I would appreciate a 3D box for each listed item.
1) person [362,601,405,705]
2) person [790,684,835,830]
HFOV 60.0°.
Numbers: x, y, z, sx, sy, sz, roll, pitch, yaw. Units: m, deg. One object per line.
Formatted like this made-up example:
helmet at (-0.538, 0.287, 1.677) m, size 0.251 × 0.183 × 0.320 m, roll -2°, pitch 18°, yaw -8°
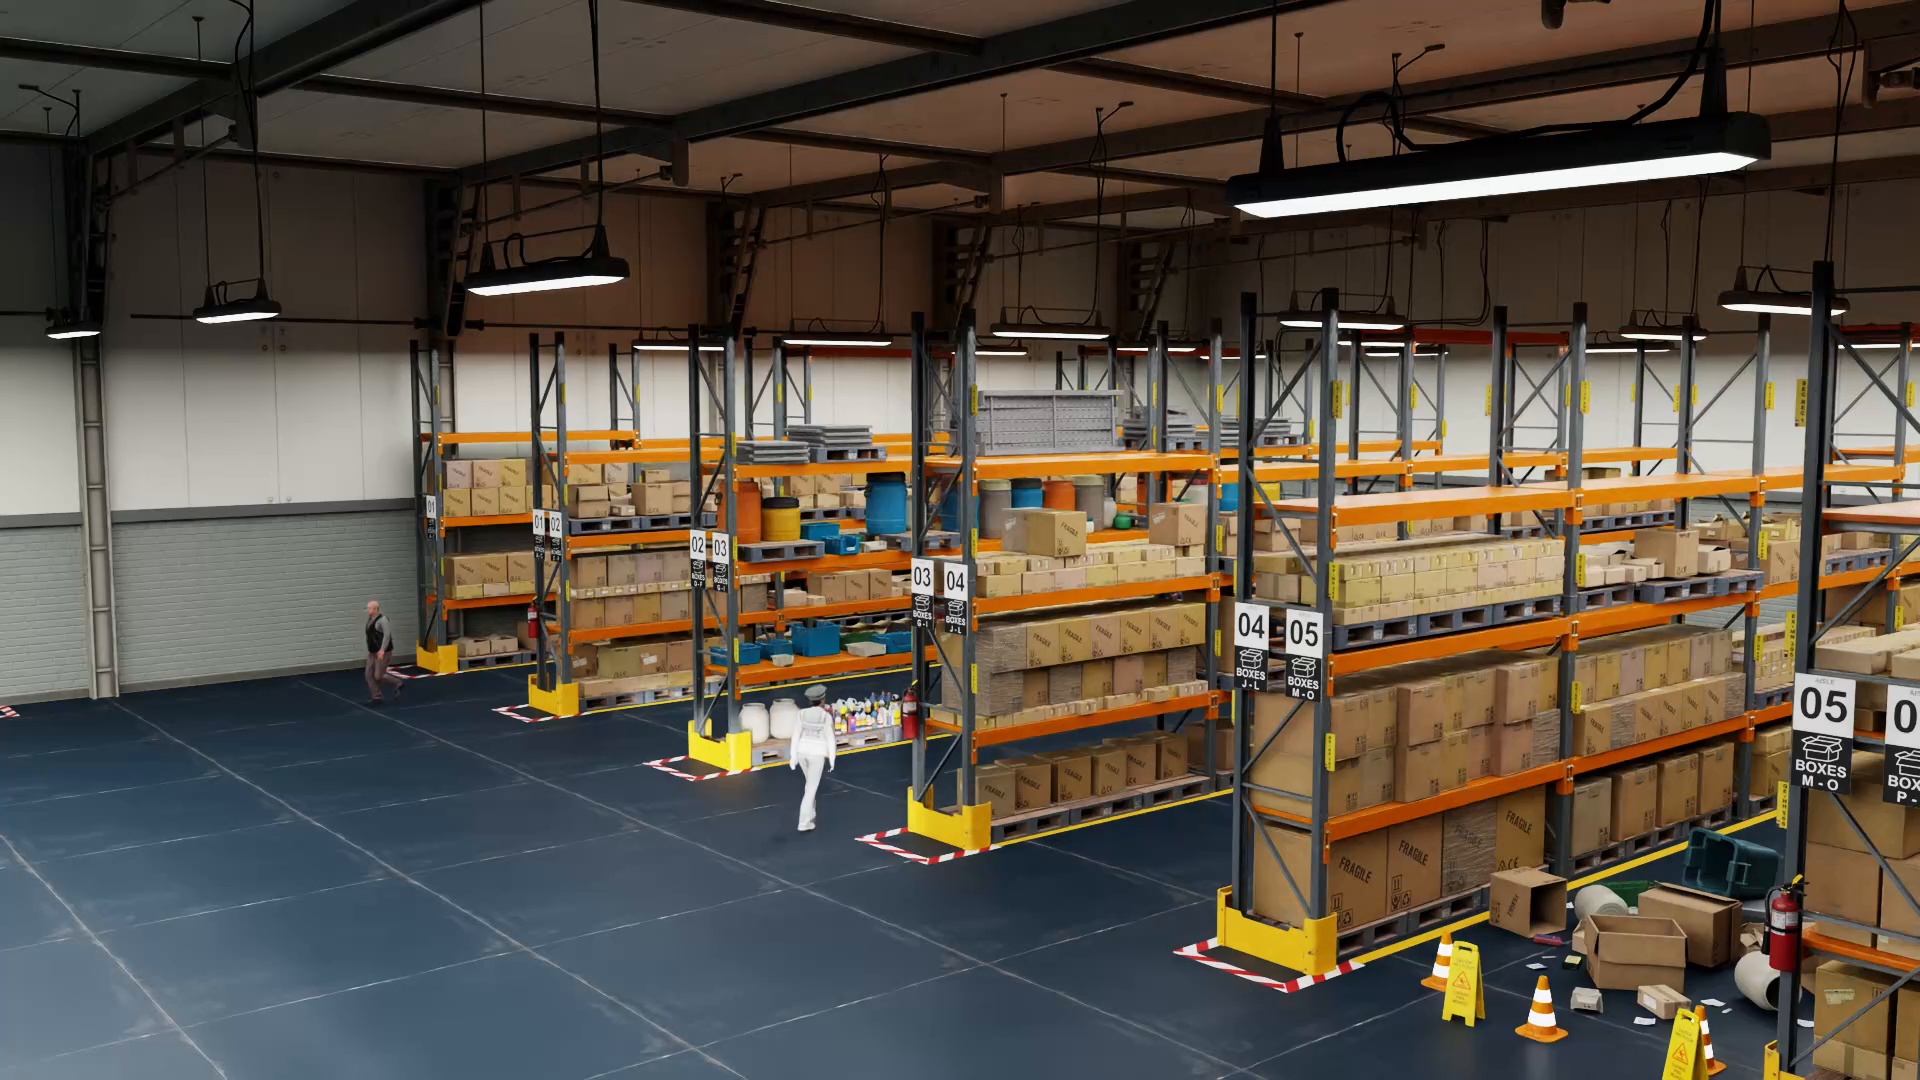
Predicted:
person at (-9.393, 1.824, 27.052) m, size 0.617 × 1.704 × 0.638 m, roll 5°, pitch 7°, yaw 44°
person at (-1.714, 2.554, 19.367) m, size 0.502 × 1.715 × 0.535 m, roll 3°, pitch 6°, yaw 29°
